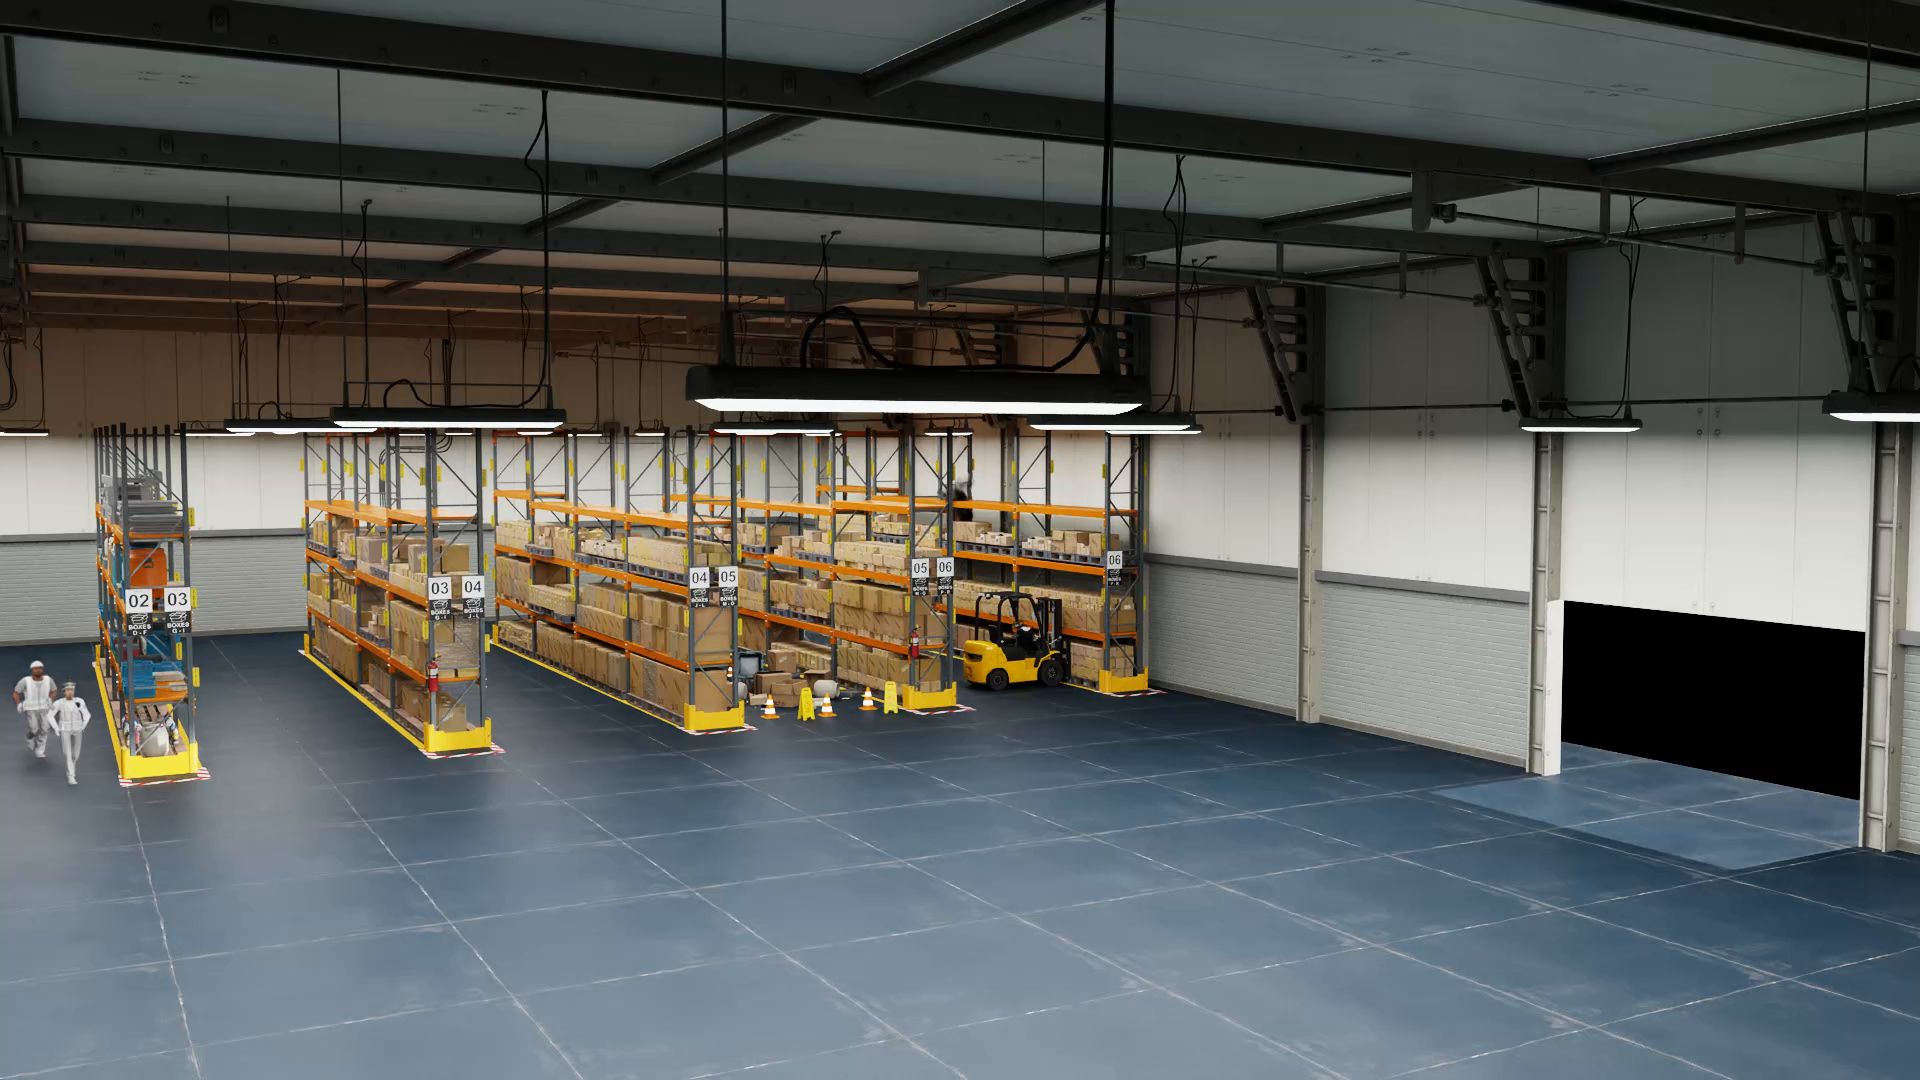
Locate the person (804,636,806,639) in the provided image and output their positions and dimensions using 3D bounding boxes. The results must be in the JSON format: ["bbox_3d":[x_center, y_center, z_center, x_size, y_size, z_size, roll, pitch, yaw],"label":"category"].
[{"bbox_3d":[-4.508,1.999,46.228,0.658,1.772,1.002,-2,4,-34],"label":"person"}]

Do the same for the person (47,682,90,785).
[{"bbox_3d":[-14.912,3.212,27.846,0.641,1.697,0.793,-3,4,-38],"label":"person"}]

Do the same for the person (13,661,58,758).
[{"bbox_3d":[-16.591,3.045,29.905,0.699,1.737,0.607,-3,5,-43],"label":"person"}]
